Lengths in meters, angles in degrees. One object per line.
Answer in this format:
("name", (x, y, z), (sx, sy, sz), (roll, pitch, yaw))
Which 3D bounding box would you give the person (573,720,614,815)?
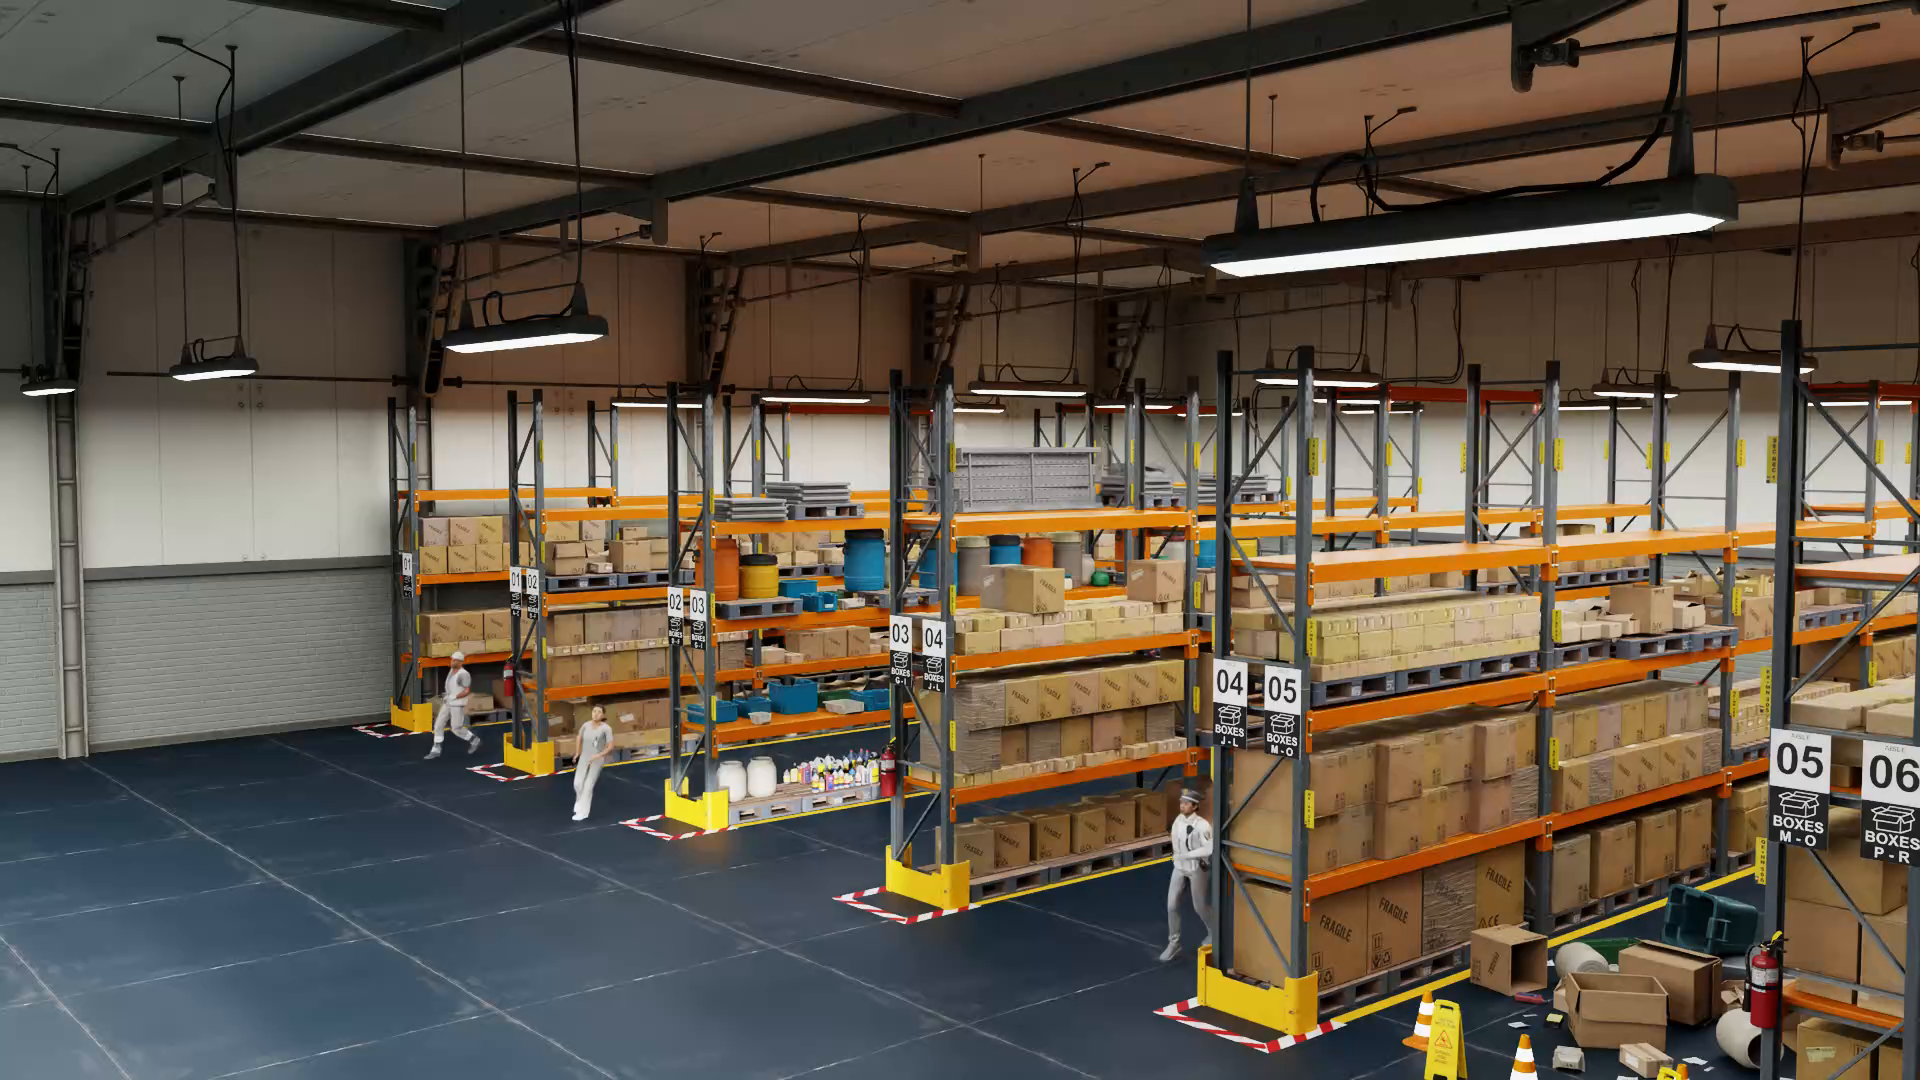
("person", (-5.003, 3.131, 22.660), (0.542, 1.312, 0.538), (0, 3, 7))

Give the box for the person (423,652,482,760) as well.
("person", (-8.287, 2.701, 27.214), (0.942, 1.747, 0.696), (-3, 5, -44))

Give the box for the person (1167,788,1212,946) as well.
("person", (2.378, 3.278, 16.771), (0.642, 1.592, 0.374), (-3, 5, -43))
